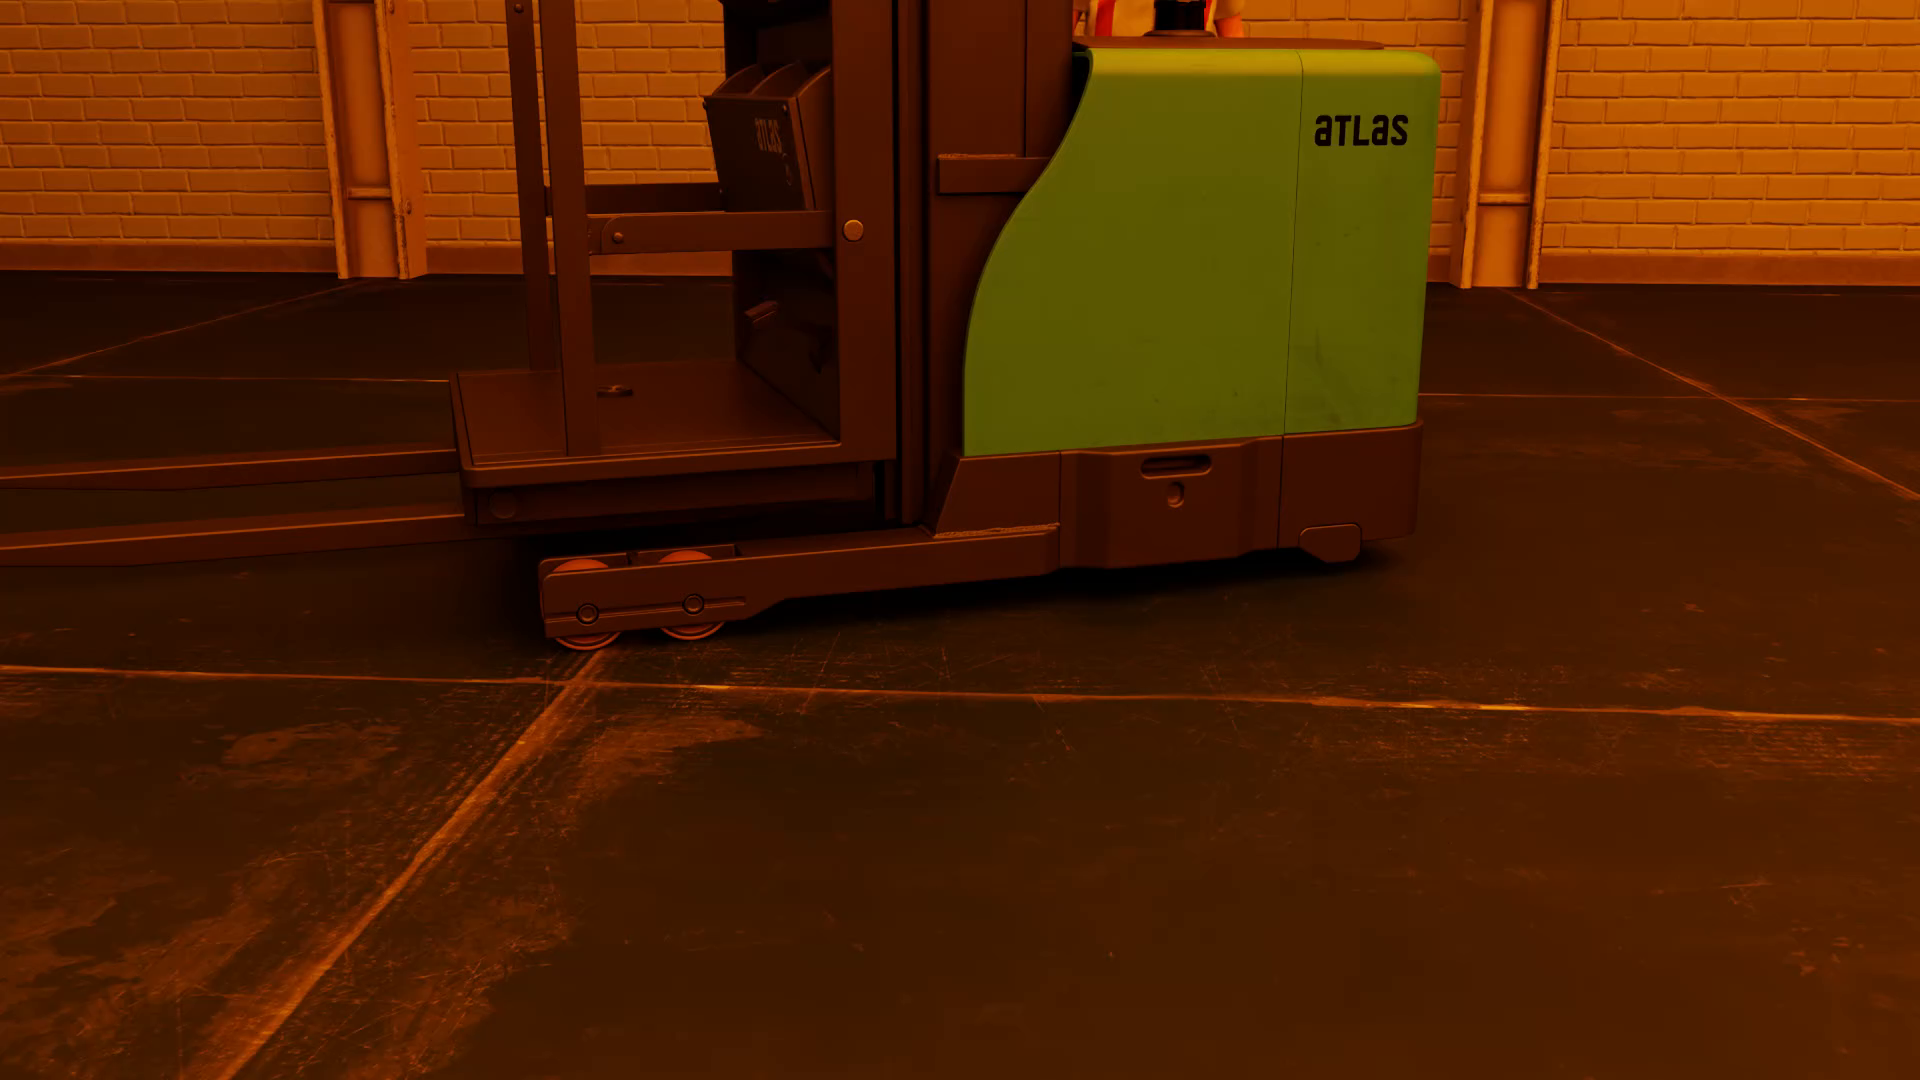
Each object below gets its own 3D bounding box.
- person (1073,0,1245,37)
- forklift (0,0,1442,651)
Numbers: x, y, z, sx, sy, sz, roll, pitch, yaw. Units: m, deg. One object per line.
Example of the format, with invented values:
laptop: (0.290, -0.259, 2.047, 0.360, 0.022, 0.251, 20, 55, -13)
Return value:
person: (0.558, -1.225, 4.931, 0.675, 1.781, 0.471, -1, 15, -5)
forklift: (-0.580, -1.366, 3.251, 3.031, 2.935, 1.130, -5, 16, -17)
